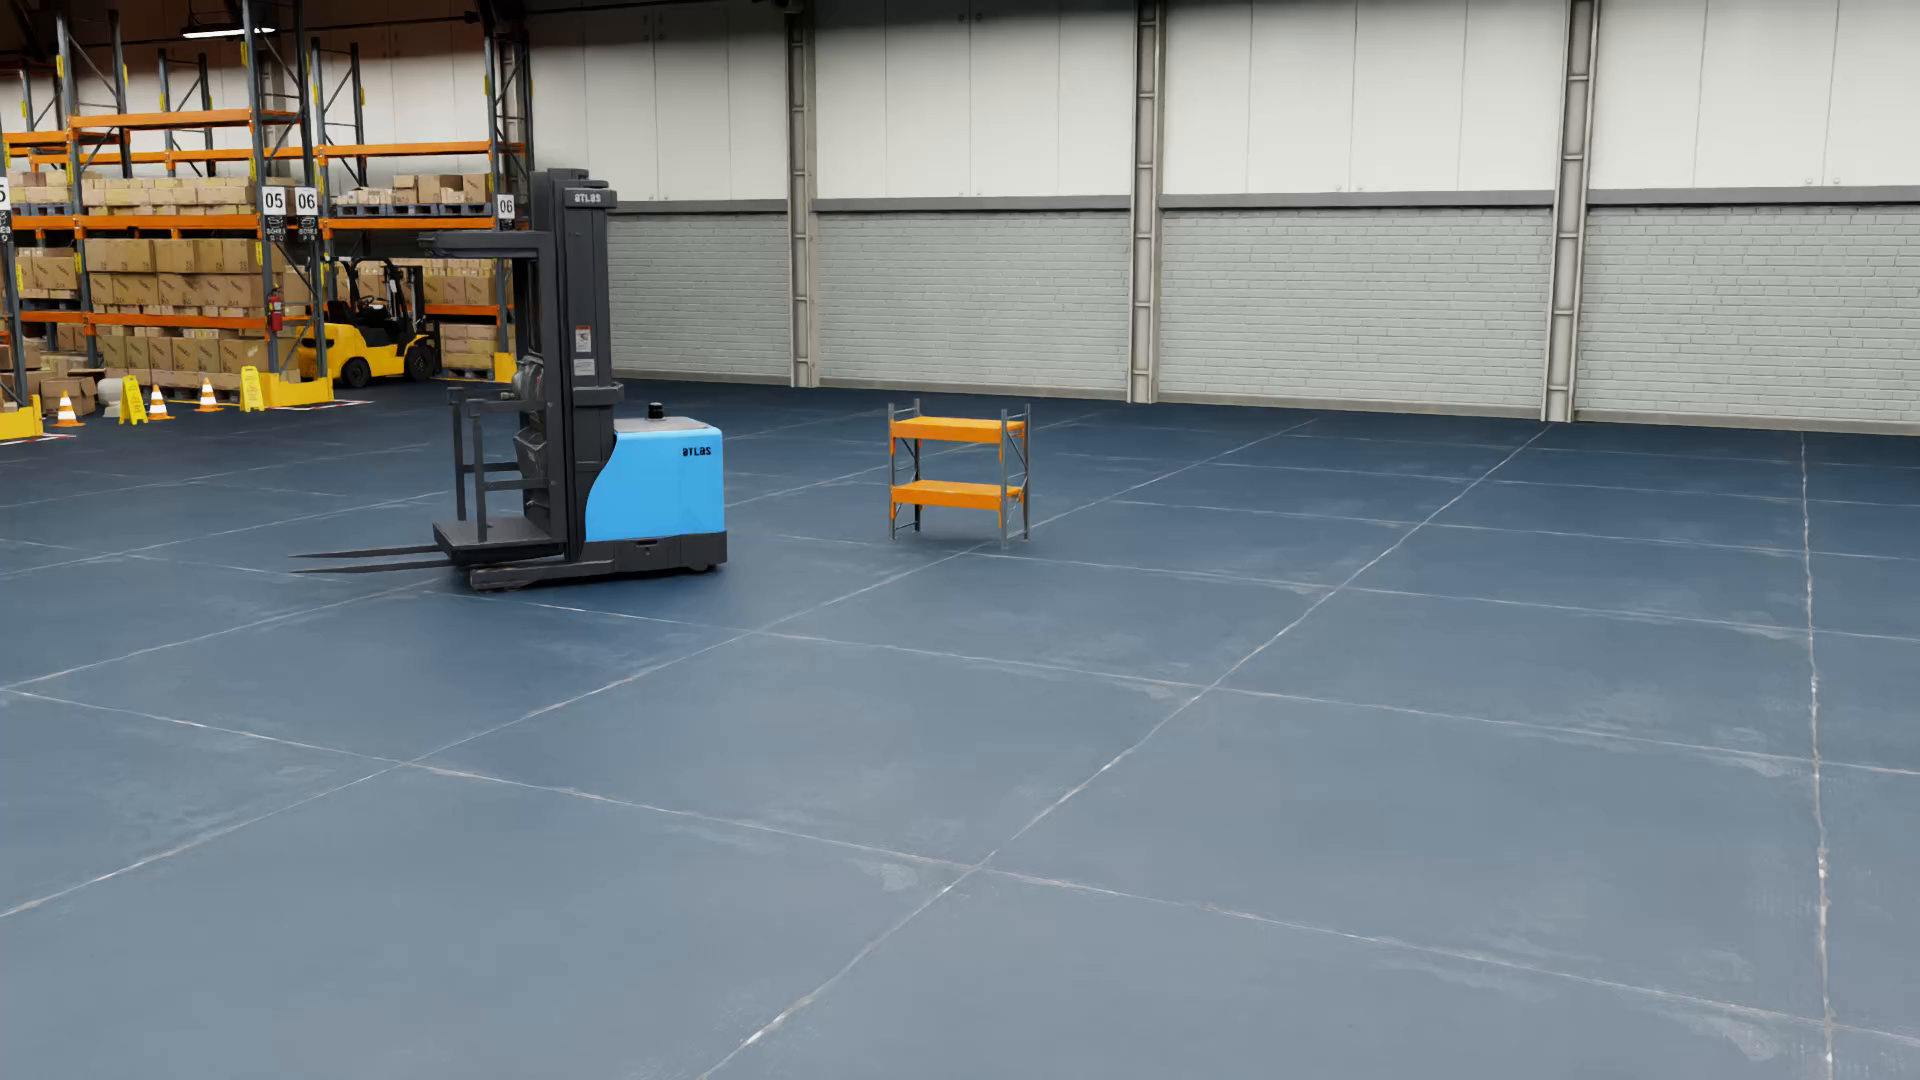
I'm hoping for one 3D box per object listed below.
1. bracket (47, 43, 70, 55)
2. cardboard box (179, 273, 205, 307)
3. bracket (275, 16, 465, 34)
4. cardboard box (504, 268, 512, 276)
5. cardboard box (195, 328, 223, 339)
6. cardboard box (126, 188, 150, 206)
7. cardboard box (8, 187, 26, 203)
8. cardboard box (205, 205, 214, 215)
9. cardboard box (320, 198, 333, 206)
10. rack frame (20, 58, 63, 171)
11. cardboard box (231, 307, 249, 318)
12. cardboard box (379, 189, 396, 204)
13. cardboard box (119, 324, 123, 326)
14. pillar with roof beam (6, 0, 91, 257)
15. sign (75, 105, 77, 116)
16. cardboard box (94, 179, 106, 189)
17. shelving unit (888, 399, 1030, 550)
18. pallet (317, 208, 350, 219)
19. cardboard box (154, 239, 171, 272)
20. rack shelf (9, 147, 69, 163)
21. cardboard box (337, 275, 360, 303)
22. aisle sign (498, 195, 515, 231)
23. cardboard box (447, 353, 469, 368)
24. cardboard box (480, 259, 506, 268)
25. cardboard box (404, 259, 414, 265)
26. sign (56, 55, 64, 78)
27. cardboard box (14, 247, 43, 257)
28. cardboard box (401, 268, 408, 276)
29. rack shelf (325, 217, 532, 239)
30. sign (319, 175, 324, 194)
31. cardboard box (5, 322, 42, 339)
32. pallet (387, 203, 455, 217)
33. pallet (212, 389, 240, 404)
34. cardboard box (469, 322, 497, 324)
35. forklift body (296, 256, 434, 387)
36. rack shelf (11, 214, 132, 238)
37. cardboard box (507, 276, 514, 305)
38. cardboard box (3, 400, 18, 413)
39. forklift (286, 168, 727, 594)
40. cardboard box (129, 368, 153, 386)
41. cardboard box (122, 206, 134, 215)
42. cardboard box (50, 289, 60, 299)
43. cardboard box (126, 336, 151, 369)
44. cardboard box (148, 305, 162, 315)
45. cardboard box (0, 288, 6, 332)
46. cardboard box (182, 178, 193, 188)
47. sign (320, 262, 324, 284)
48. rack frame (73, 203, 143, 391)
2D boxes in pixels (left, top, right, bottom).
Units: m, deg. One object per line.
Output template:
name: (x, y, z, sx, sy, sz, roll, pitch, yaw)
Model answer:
bracket: (-18.523, -10.105, 34.187, 0.430, 0.232, 0.235, 5, 11, 26)
cardboard box: (-11.447, -3.808, 25.231, 0.500, 0.500, 0.500, 5, 11, 26)
bracket: (-10.817, -9.427, 30.445, 4.783, 0.066, 0.076, 5, 11, 26)
cardboard box: (-7.941, -4.763, 29.522, 0.250, 0.149, 0.380, 5, 11, 24)
cardboard box: (-11.361, -3.135, 25.245, 0.250, 0.149, 0.380, 5, 12, 27)
cardboard box: (-12.348, -5.238, 25.413, 0.500, 0.250, 0.500, 5, 11, 26)
cardboard box: (-15.028, -5.561, 26.855, 0.500, 0.250, 0.500, 5, 11, 27)
cardboard box: (-11.047, -4.941, 24.888, 0.250, 0.149, 0.380, 5, 11, 26)
cardboard box: (-12.013, -6.348, 31.205, 0.250, 0.149, 0.380, 5, 11, 26)
rack frame: (-18.513, -8.224, 33.903, 0.127, 3.000, 1.000, 5, 11, 26)
cardboard box: (-10.651, -3.407, 24.839, 0.250, 0.149, 0.380, 5, 11, 25)
cardboard box: (-10.142, -6.142, 29.738, 0.258, 0.266, 0.396, 5, 11, 24)
cardboard box: (-16.657, -4.360, 33.416, 0.250, 0.149, 0.380, 4, 11, 23)
pillar with roof beam: (-20.643, -7.735, 31.202, 0.548, 9.000, 9.100, 5, 11, 26)
sign: (-18.273, -8.851, 34.298, 0.005, 0.325, 0.100, 5, 11, 26)
cardboard box: (-13.147, -5.501, 25.743, 0.250, 0.149, 0.380, 5, 12, 28)
shelving unit: (-0.006, -0.554, 13.633, 1.048, 1.125, 0.538, 5, 11, 26)
pallet: (-12.135, -6.091, 31.076, 1.217, 0.209, 0.805, 5, 11, 24)
cardboard box: (-11.838, -4.353, 25.434, 0.500, 0.500, 0.700, 5, 11, 25)
rack shelf: (-20.306, -8.026, 34.838, 4.000, 0.370, 1.077, 5, 11, 26)
cardboard box: (-11.056, -4.614, 30.521, 0.500, 0.500, 0.500, 5, 11, 24)
aisle sign: (-7.822, -5.553, 28.693, 0.004, 0.787, 0.394, 5, 11, 26)
cardboard box: (-8.754, -3.207, 29.570, 0.500, 0.250, 0.500, 5, 11, 26)
cardboard box: (-8.166, -4.836, 29.089, 0.250, 0.149, 0.380, 5, 11, 26)
cardboard box: (-9.762, -4.978, 29.876, 0.250, 0.149, 0.380, 5, 11, 26)
sign: (-13.772, -7.249, 25.448, 0.005, 0.325, 0.100, 5, 11, 26)
cardboard box: (-15.527, -4.801, 27.720, 0.250, 0.149, 0.380, 4, 11, 23)
cardboard box: (-9.791, -4.818, 29.825, 0.250, 0.149, 0.380, 5, 11, 25)
rack shelf: (-9.545, -5.606, 29.880, 4.000, 0.370, 1.077, 5, 11, 26)
sign: (-11.570, -6.439, 30.129, 0.005, 0.325, 0.100, 5, 11, 26)
cardboard box: (-19.913, -4.345, 35.155, 0.500, 0.500, 0.700, 5, 11, 24)
pallet: (-9.472, -5.915, 29.814, 1.213, 0.211, 1.003, 5, 11, 26)
pallet: (-10.725, -2.237, 25.497, 1.213, 0.211, 1.003, 5, 11, 26)
cardboard box: (-8.548, -3.779, 29.921, 0.500, 0.250, 0.500, 5, 11, 26)
forklift body: (-10.259, -3.767, 28.503, 1.214, 2.155, 2.313, 5, 11, 26)
rack shelf: (-15.325, -5.128, 27.240, 4.000, 0.370, 1.077, 5, 11, 26)
cardboard box: (-8.073, -4.459, 29.664, 0.500, 0.500, 0.500, 5, 12, 28)
cardboard box: (-13.275, -1.863, 23.280, 0.258, 0.266, 0.396, 7, 13, 36)
forklift: (-3.302, -1.174, 11.985, 3.031, 2.935, 1.130, -5, 11, -24)
cardboard box: (-12.638, -2.572, 26.062, 0.500, 0.250, 0.500, 6, 12, 29)
cardboard box: (-12.672, -5.080, 25.657, 0.250, 0.149, 0.380, 5, 12, 28)
cardboard box: (-14.344, -3.952, 26.668, 0.250, 0.149, 0.380, 5, 11, 24)
cardboard box: (-12.637, -2.941, 25.995, 0.500, 0.500, 0.500, 6, 12, 28)
cardboard box: (-12.248, -3.547, 25.609, 0.250, 0.149, 0.380, 5, 11, 26)
cardboard box: (-12.397, -2.831, 20.526, 0.550, 0.550, 0.875, 5, 11, 26)
cardboard box: (-11.474, -5.375, 25.048, 0.250, 0.149, 0.380, 5, 11, 24)
sign: (-9.704, -4.046, 25.232, 0.005, 0.325, 0.100, 5, 11, 26)
rack frame: (-13.532, -3.849, 26.572, 0.127, 3.000, 1.000, 5, 11, 26)
